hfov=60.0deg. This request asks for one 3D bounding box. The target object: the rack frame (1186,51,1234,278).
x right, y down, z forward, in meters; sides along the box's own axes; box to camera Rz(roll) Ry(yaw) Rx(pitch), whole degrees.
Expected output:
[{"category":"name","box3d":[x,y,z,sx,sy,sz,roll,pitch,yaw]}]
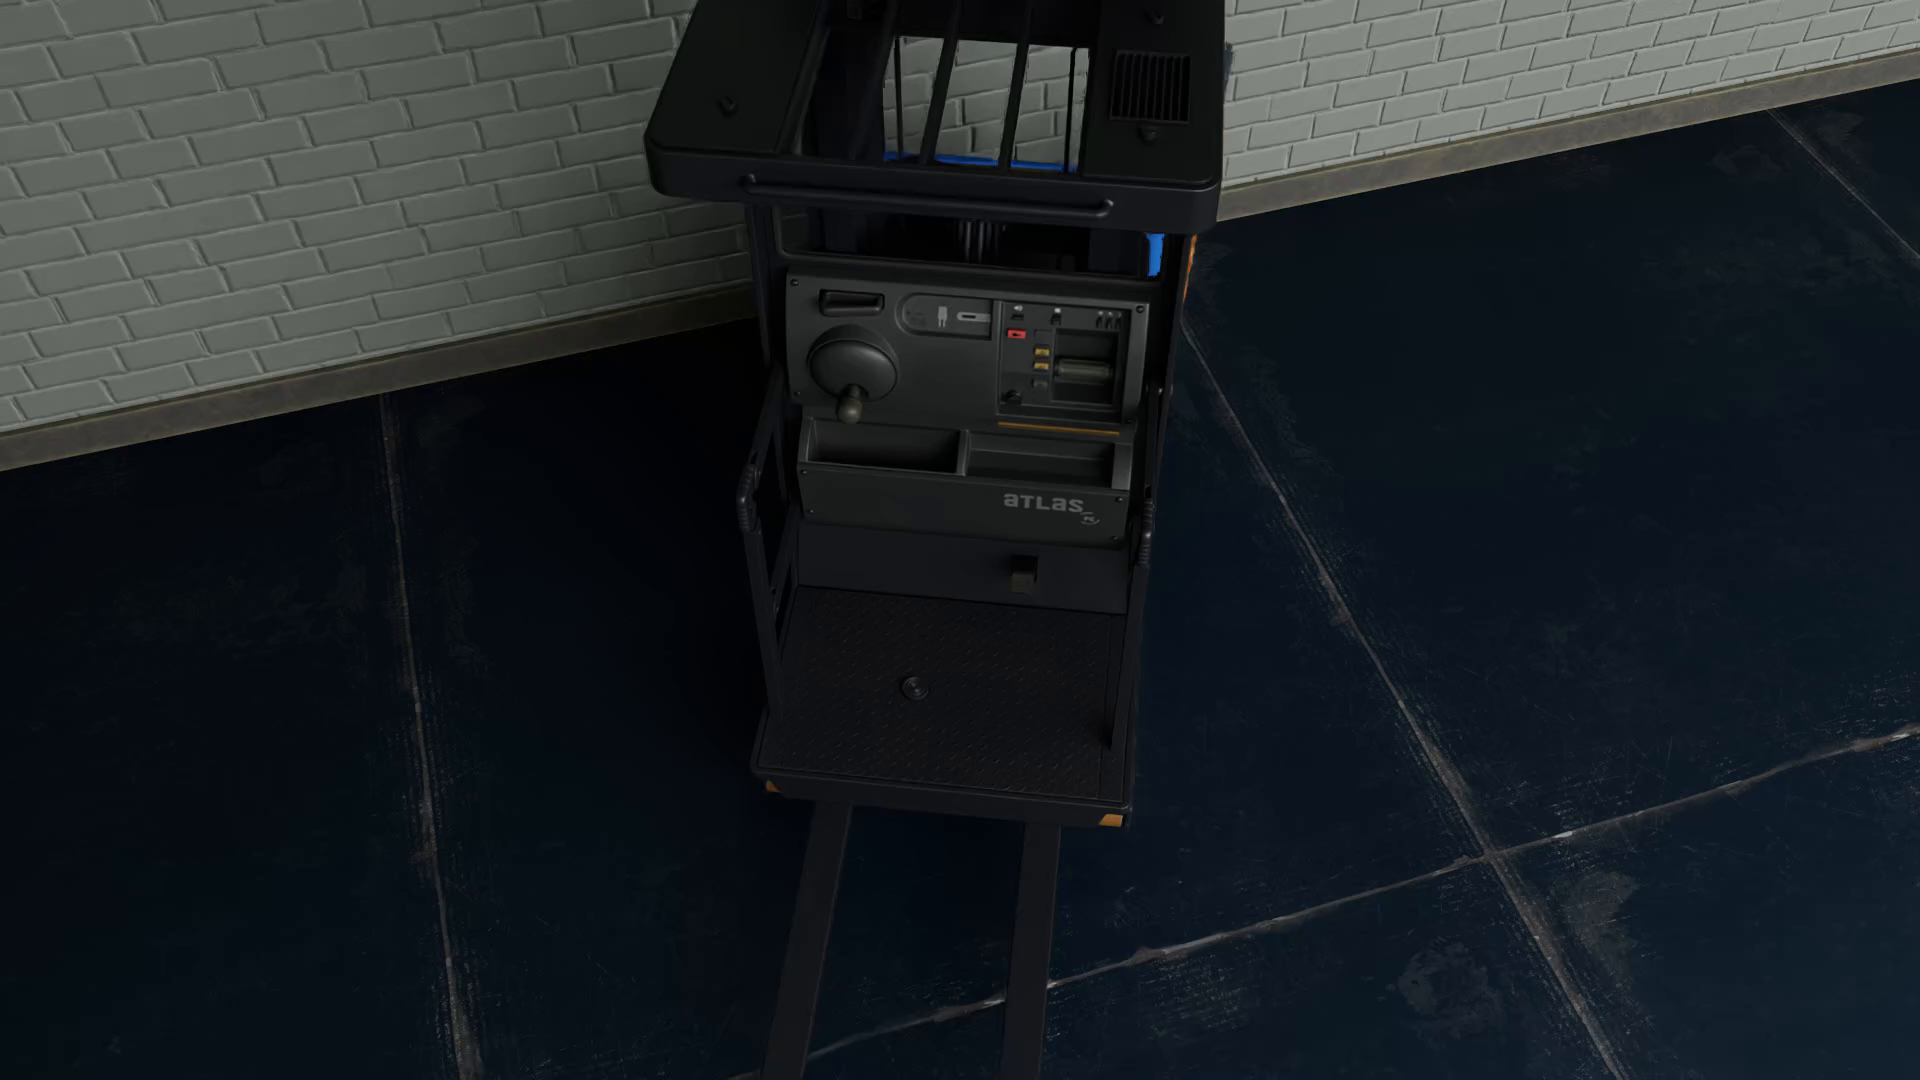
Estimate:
[{"category":"rack frame","box3d":[0.776,-1.227,6.189,0.240,1.200,0.006,12,10,9]}]

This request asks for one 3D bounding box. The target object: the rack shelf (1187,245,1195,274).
[{"category":"rack shelf","box3d":[0.729,-1.056,6.127,0.258,0.103,0.180,12,10,9]}]

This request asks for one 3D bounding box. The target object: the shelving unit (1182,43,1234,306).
[{"category":"shelving unit","box3d":[0.759,-1.215,6.100,0.258,1.200,0.189,12,10,9]}]

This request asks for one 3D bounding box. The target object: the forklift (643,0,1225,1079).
[{"category":"forklift","box3d":[-0.010,-0.371,4.146,1.130,2.935,3.031,5,50,4]}]

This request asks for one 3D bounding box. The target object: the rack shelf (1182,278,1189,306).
[{"category":"rack shelf","box3d":[0.707,-0.939,6.147,0.258,0.103,0.180,12,10,9]}]

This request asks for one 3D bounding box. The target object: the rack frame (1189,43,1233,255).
[{"category":"rack frame","box3d":[0.742,-1.203,6.011,0.240,1.200,0.006,12,10,9]}]

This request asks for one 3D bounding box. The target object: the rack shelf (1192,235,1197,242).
[{"category":"rack shelf","box3d":[0.751,-1.172,6.107,0.258,0.103,0.180,12,10,9]}]
